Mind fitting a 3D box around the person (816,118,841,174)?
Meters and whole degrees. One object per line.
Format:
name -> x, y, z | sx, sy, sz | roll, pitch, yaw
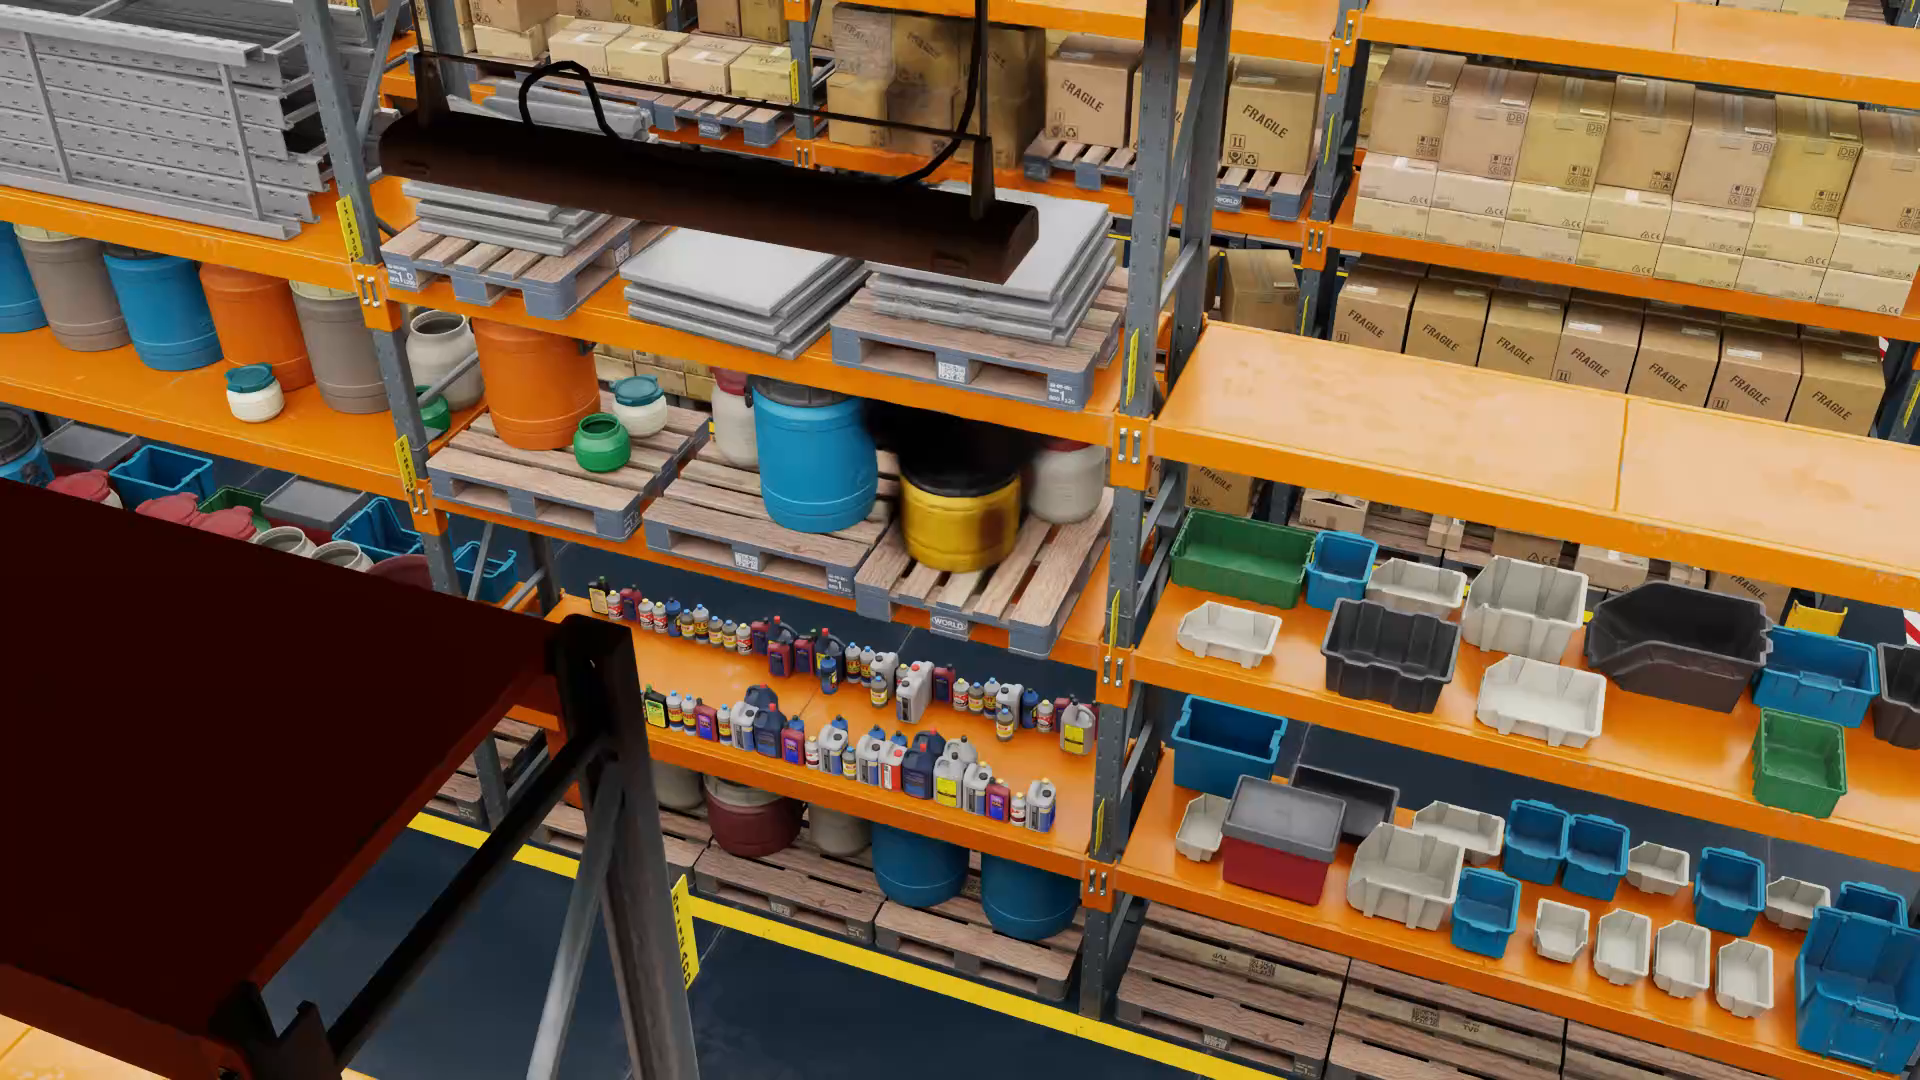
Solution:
person -> -1.316, -3.486, 16.774 | 0.735, 1.685, 0.607 | 2, 37, 2
